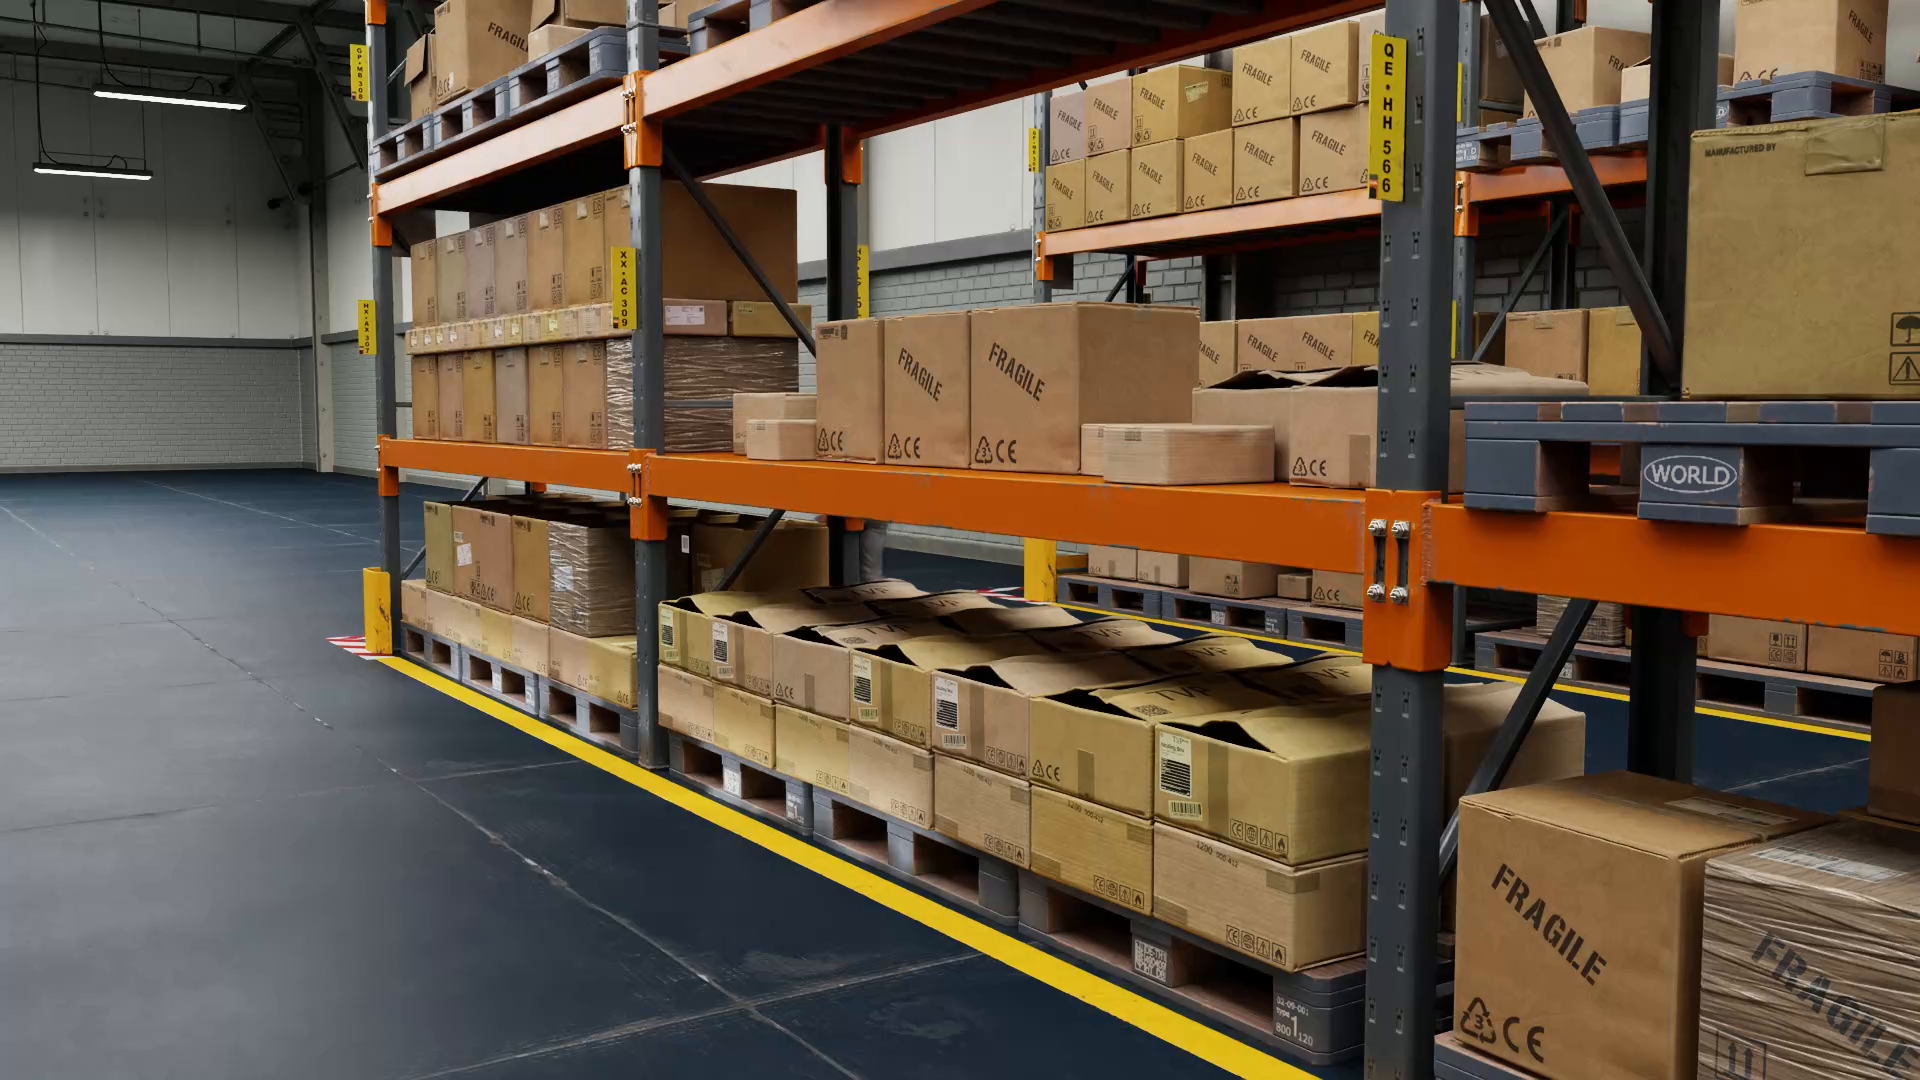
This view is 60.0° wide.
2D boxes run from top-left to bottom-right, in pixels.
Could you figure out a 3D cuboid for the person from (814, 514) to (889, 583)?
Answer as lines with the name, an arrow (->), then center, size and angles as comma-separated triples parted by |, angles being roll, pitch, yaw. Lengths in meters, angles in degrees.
person -> -0.626, -0.151, 9.700 | 0.570, 1.842, 0.553 | -3, 6, -37
